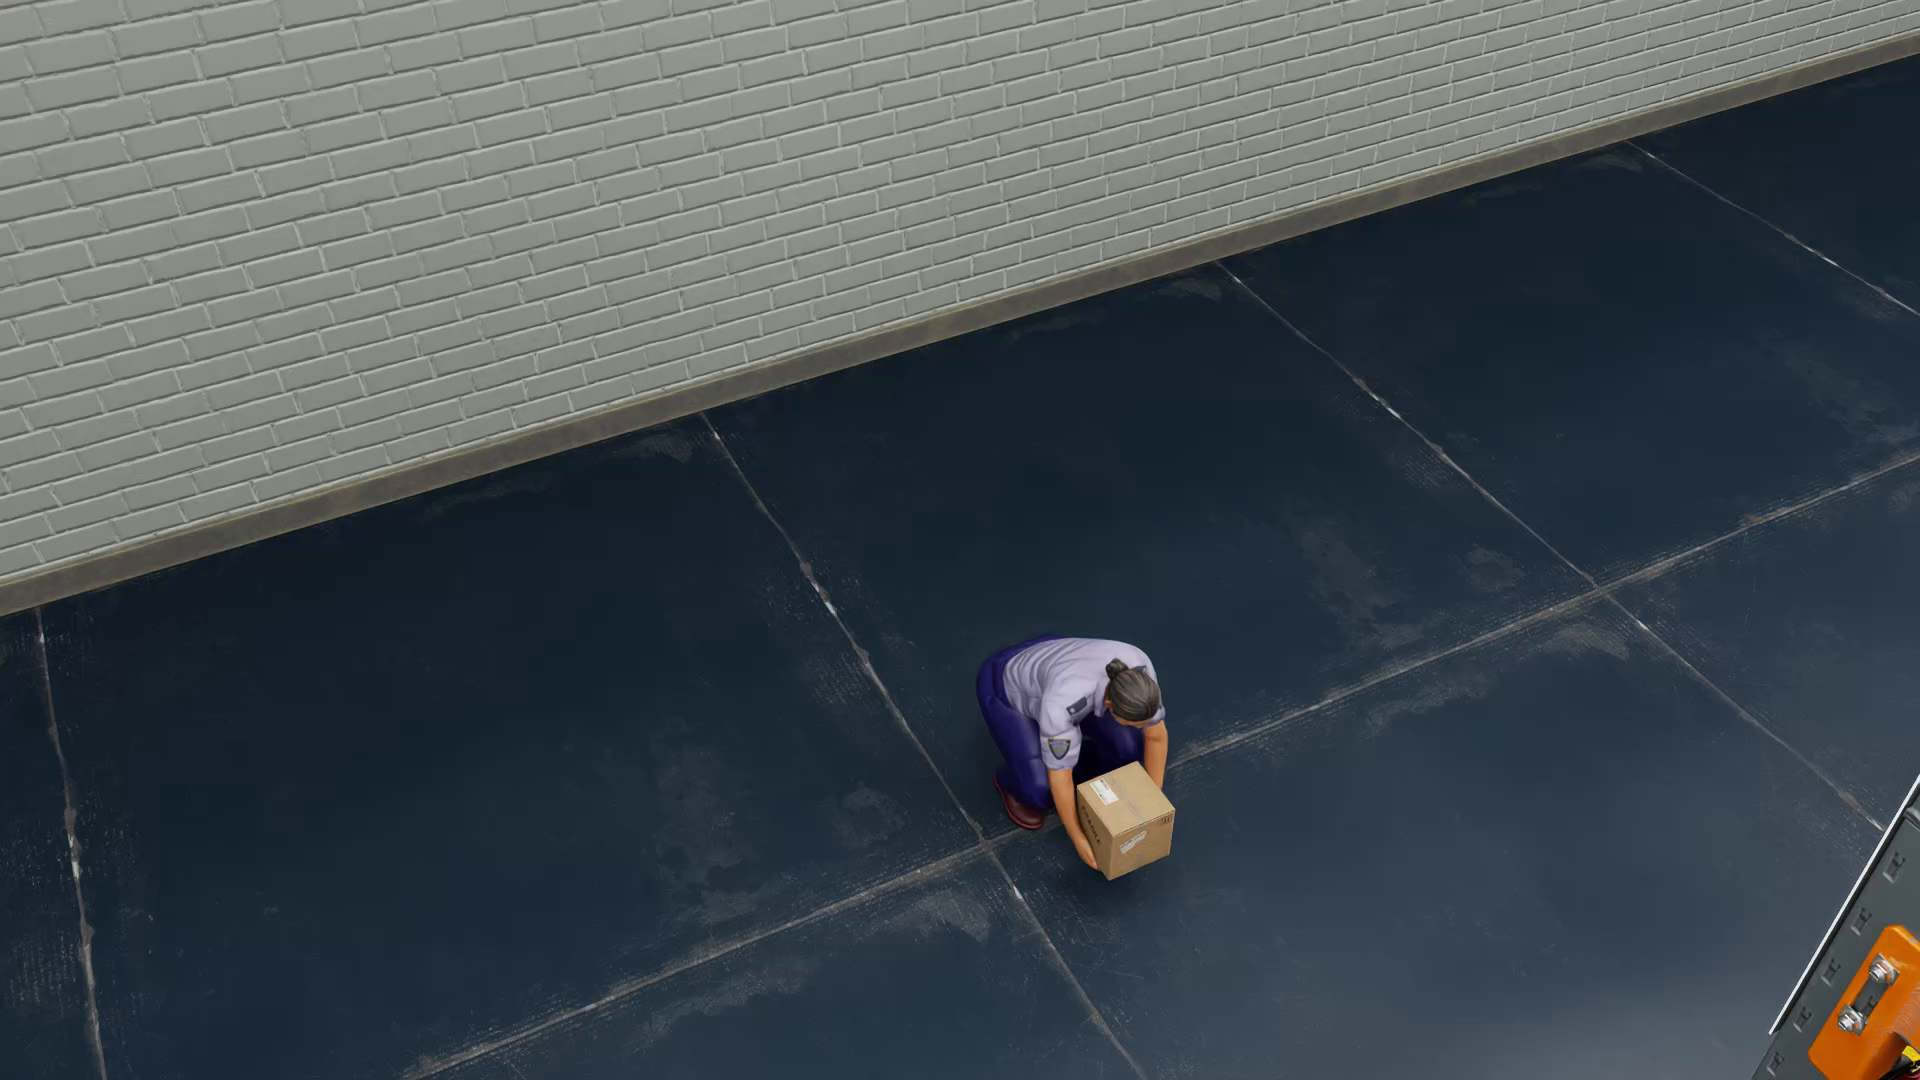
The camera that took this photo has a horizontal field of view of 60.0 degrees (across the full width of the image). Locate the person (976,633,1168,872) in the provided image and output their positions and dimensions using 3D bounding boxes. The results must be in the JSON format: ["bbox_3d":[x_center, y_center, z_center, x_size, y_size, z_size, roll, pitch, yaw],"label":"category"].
[{"bbox_3d":[0.414,0.660,5.955,0.526,0.953,0.829,-19,45,-20],"label":"person"}]
